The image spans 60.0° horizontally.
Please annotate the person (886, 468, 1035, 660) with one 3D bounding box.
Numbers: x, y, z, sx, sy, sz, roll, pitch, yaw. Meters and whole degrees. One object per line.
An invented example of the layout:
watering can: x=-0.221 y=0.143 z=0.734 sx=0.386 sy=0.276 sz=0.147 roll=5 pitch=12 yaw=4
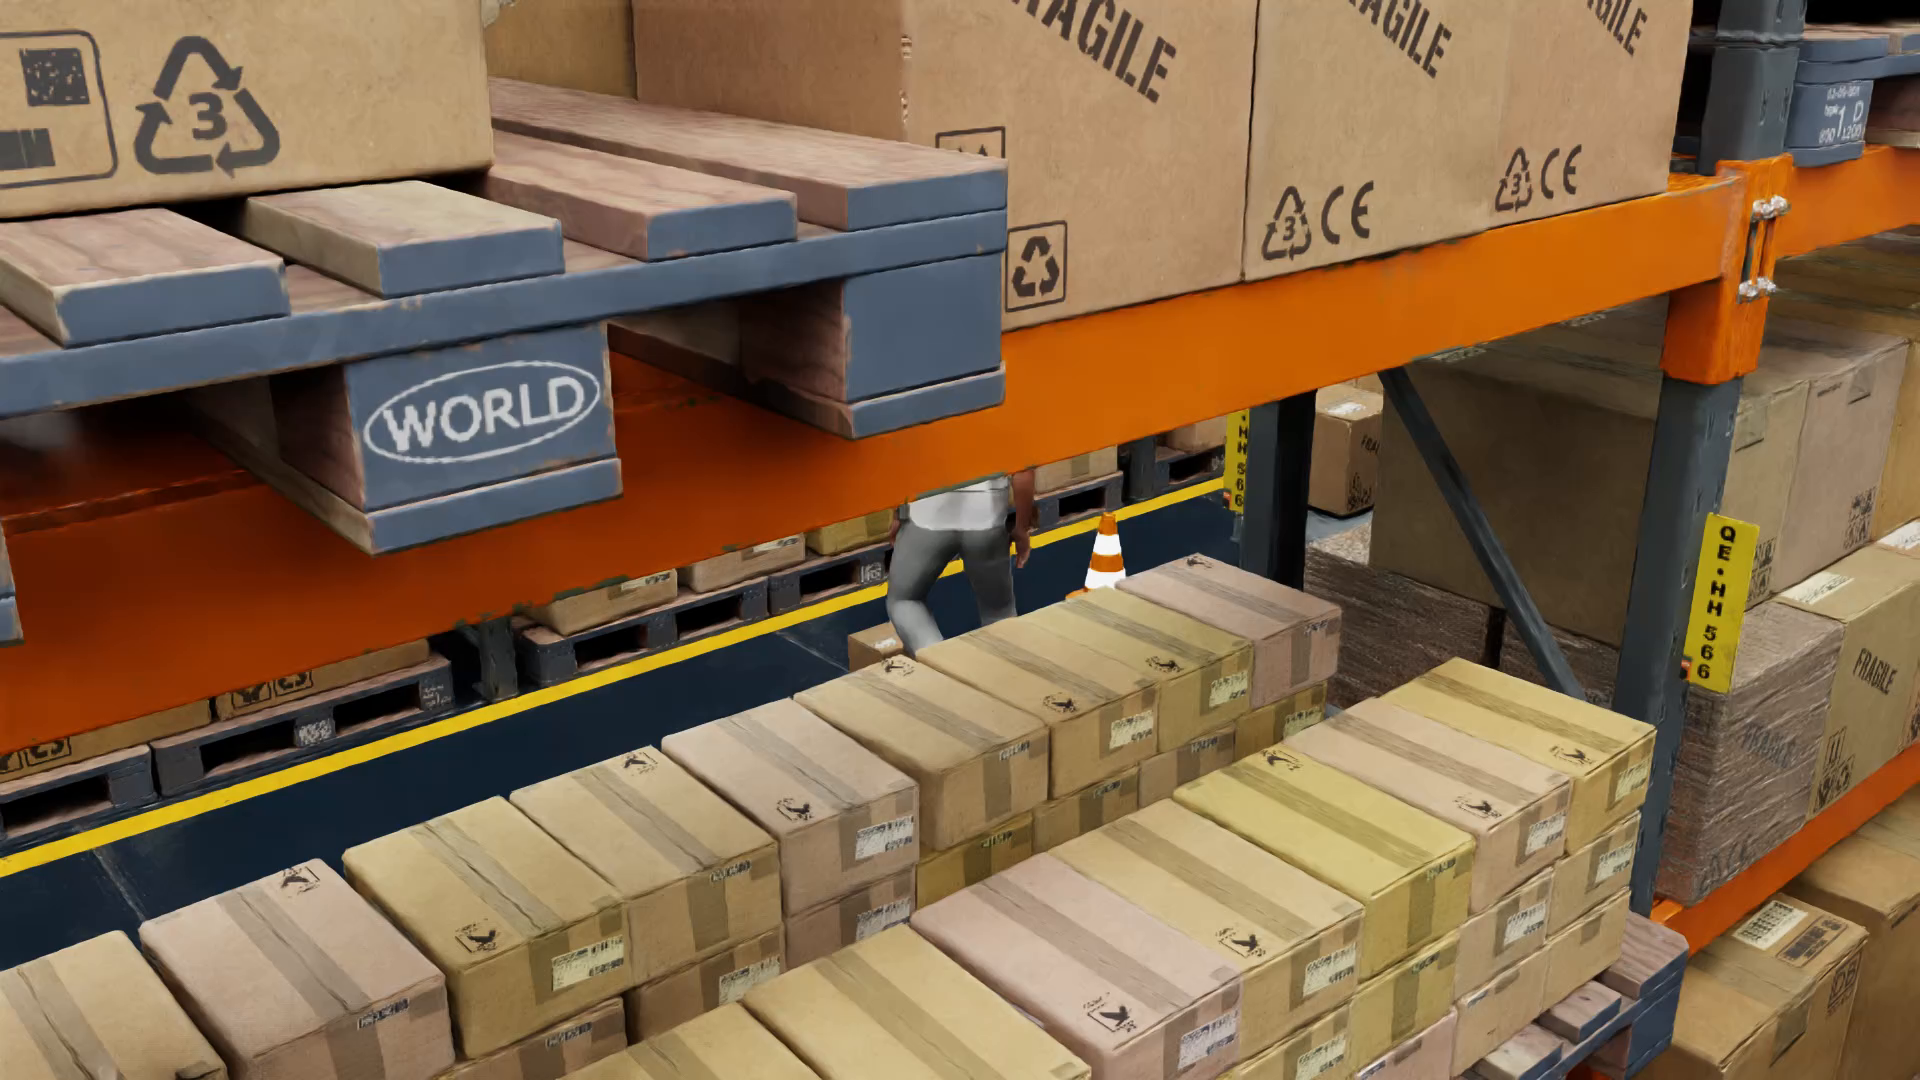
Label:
person: x=0.045 y=-0.069 z=6.699 sx=0.668 sy=1.752 sz=0.623 roll=-5 pitch=21 yaw=-12
